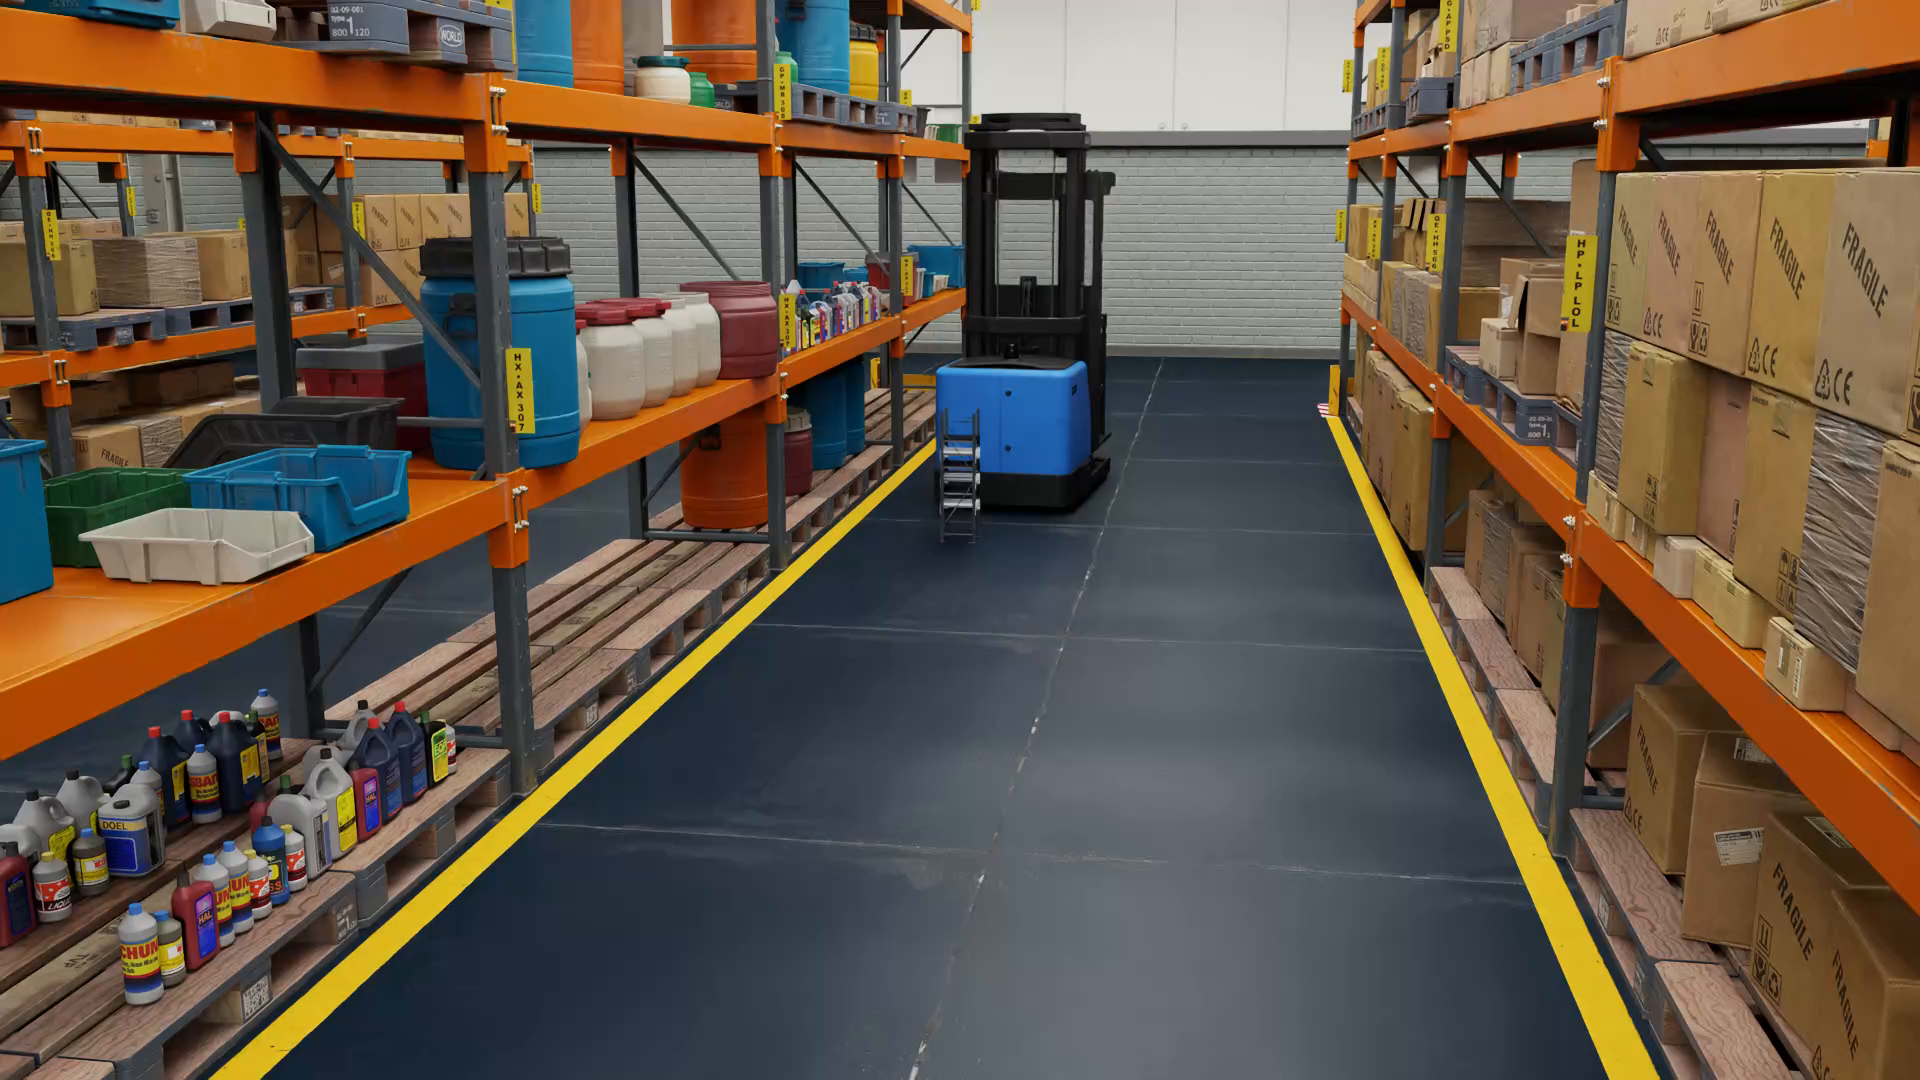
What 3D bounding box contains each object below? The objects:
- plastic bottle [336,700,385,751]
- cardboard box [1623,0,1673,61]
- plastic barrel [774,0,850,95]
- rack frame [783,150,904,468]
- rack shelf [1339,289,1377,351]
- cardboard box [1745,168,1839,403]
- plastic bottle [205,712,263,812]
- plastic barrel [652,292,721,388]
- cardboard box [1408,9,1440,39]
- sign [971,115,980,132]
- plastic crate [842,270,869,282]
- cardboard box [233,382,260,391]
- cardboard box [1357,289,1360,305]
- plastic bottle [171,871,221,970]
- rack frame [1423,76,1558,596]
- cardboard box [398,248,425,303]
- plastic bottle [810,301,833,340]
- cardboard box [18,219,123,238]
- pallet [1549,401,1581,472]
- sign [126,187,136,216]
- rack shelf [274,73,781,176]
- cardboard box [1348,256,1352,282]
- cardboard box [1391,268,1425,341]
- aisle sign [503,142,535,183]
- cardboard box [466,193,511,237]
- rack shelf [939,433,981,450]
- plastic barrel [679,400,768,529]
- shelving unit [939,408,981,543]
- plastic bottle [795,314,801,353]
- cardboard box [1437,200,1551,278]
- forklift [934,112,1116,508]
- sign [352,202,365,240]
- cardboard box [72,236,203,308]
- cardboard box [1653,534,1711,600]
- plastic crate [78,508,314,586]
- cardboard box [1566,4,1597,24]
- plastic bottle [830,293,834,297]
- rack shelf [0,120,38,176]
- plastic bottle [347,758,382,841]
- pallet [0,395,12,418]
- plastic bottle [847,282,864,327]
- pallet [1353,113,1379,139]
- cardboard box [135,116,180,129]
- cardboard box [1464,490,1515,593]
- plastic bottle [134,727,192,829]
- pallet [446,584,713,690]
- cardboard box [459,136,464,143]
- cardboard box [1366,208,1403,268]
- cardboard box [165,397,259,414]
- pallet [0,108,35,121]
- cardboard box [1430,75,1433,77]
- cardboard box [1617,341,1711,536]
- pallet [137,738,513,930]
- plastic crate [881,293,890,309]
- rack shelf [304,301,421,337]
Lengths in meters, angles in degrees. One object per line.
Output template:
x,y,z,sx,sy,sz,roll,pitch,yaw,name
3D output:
-2.181,0.763,6.075,0.144,0.351,0.185,2,12,9,plastic bottle
2.347,-1.602,5.045,0.500,0.250,0.500,1,12,6,cardboard box
-1.105,-3.677,12.128,0.600,0.901,0.708,2,12,9,plastic barrel
-0.994,-2.121,14.213,1.000,3.000,0.127,2,12,9,rack frame
4.208,-2.025,15.476,1.077,0.370,4.000,2,12,9,rack shelf
2.131,-0.580,3.747,0.500,0.500,0.500,2,12,9,cardboard box
-2.616,0.784,5.979,0.144,0.351,0.185,2,12,9,plastic bottle
-1.556,-1.121,9.312,0.421,0.512,0.421,0,12,0,plastic barrel
4.051,-4.292,13.916,0.500,0.250,0.500,1,12,5,cardboard box
0.167,-4.354,17.705,0.100,0.325,0.005,2,12,9,sign
-0.991,-2.523,16.337,0.416,0.233,0.300,2,12,9,plastic crate
-6.274,-1.071,14.231,0.500,0.500,0.500,2,12,9,cardboard box
3.861,-2.232,15.326,0.380,0.149,0.250,2,12,10,cardboard box
-2.200,1.076,4.782,0.061,0.283,0.133,2,12,10,plastic bottle
3.285,-1.127,9.605,1.000,3.000,0.127,2,12,9,rack frame
-5.465,-2.535,15.897,0.500,0.500,0.500,2,12,10,cardboard box
-1.010,-1.596,12.071,0.152,0.276,0.135,2,12,9,plastic bottle
-10.237,-3.314,19.040,0.980,0.700,0.700,2,12,11,cardboard box
2.931,-0.355,6.478,1.003,0.211,1.213,2,12,9,pallet
-9.634,-3.936,19.324,0.100,0.325,0.005,2,12,9,sign
-1.917,-1.986,8.177,1.077,0.370,4.000,2,12,9,rack shelf
4.101,-2.665,16.390,0.500,0.250,0.500,2,12,8,cardboard box
3.428,-1.712,12.082,0.500,0.500,0.500,2,12,7,cardboard box
-4.959,-4.390,18.571,0.394,0.787,0.004,2,12,9,aisle sign
-5.146,-3.445,17.750,0.500,0.500,0.500,2,12,10,cardboard box
0.001,-0.673,11.357,0.258,0.077,0.200,2,12,9,rack shelf
-1.551,-0.535,11.009,0.600,0.830,0.708,2,12,9,plastic barrel
0.001,-0.442,11.406,0.258,0.900,0.210,2,12,9,shelving unit
-1.152,-1.403,11.179,0.152,0.276,0.135,2,12,9,plastic bottle
3.516,-1.954,10.821,0.797,0.503,0.637,2,12,10,cardboard box
0.644,-1.934,13.509,1.130,2.935,3.031,3,12,13,forklift
-5.339,-2.831,14.759,0.100,0.325,0.005,2,12,9,sign
-6.188,-2.022,12.523,0.700,0.500,0.500,4,13,19,cardboard box
2.169,0.071,4.642,0.380,0.149,0.250,2,12,9,cardboard box
-2.224,0.020,4.907,0.530,0.136,0.437,2,12,9,plastic crate
2.859,-2.246,7.231,0.380,0.166,0.250,2,12,7,cardboard box
-0.995,-1.784,12.958,0.097,0.271,0.097,0,12,0,plastic bottle
-6.811,-2.147,8.926,1.077,0.370,4.000,2,12,9,rack shelf
-2.052,0.876,5.711,0.061,0.283,0.133,3,12,12,plastic bottle
-10.404,-1.489,17.901,1.003,0.211,1.213,2,12,9,pallet
-0.840,-1.856,13.103,0.144,0.351,0.185,2,12,9,plastic bottle
4.411,-4.061,16.307,1.003,0.211,1.213,2,12,9,pallet
-6.311,-3.271,12.192,0.910,0.500,0.500,2,12,9,cardboard box
3.202,0.020,9.171,0.700,0.500,0.500,1,12,6,cardboard box
-2.788,0.819,5.819,0.144,0.351,0.185,1,12,6,plastic bottle
-1.957,0.488,8.726,1.003,0.211,1.213,2,12,9,pallet
-5.243,-4.184,17.023,0.500,0.250,0.500,2,12,9,cardboard box
3.788,-2.607,14.341,0.500,0.500,0.500,2,12,9,cardboard box
-5.918,-0.850,13.207,0.500,0.500,0.500,1,12,7,cardboard box
-6.519,-2.679,10.133,1.213,0.211,1.003,2,12,11,pallet
3.523,-3.204,11.719,0.380,0.149,0.250,1,12,6,cardboard box
2.428,-0.294,4.796,0.875,0.500,0.500,2,12,9,cardboard box
-2.369,1.046,6.137,1.003,0.211,1.213,2,12,9,pallet
-0.781,-2.113,14.663,0.396,0.136,0.243,2,12,9,plastic crate
-5.580,-2.346,16.969,1.077,0.370,4.000,2,12,9,rack shelf
